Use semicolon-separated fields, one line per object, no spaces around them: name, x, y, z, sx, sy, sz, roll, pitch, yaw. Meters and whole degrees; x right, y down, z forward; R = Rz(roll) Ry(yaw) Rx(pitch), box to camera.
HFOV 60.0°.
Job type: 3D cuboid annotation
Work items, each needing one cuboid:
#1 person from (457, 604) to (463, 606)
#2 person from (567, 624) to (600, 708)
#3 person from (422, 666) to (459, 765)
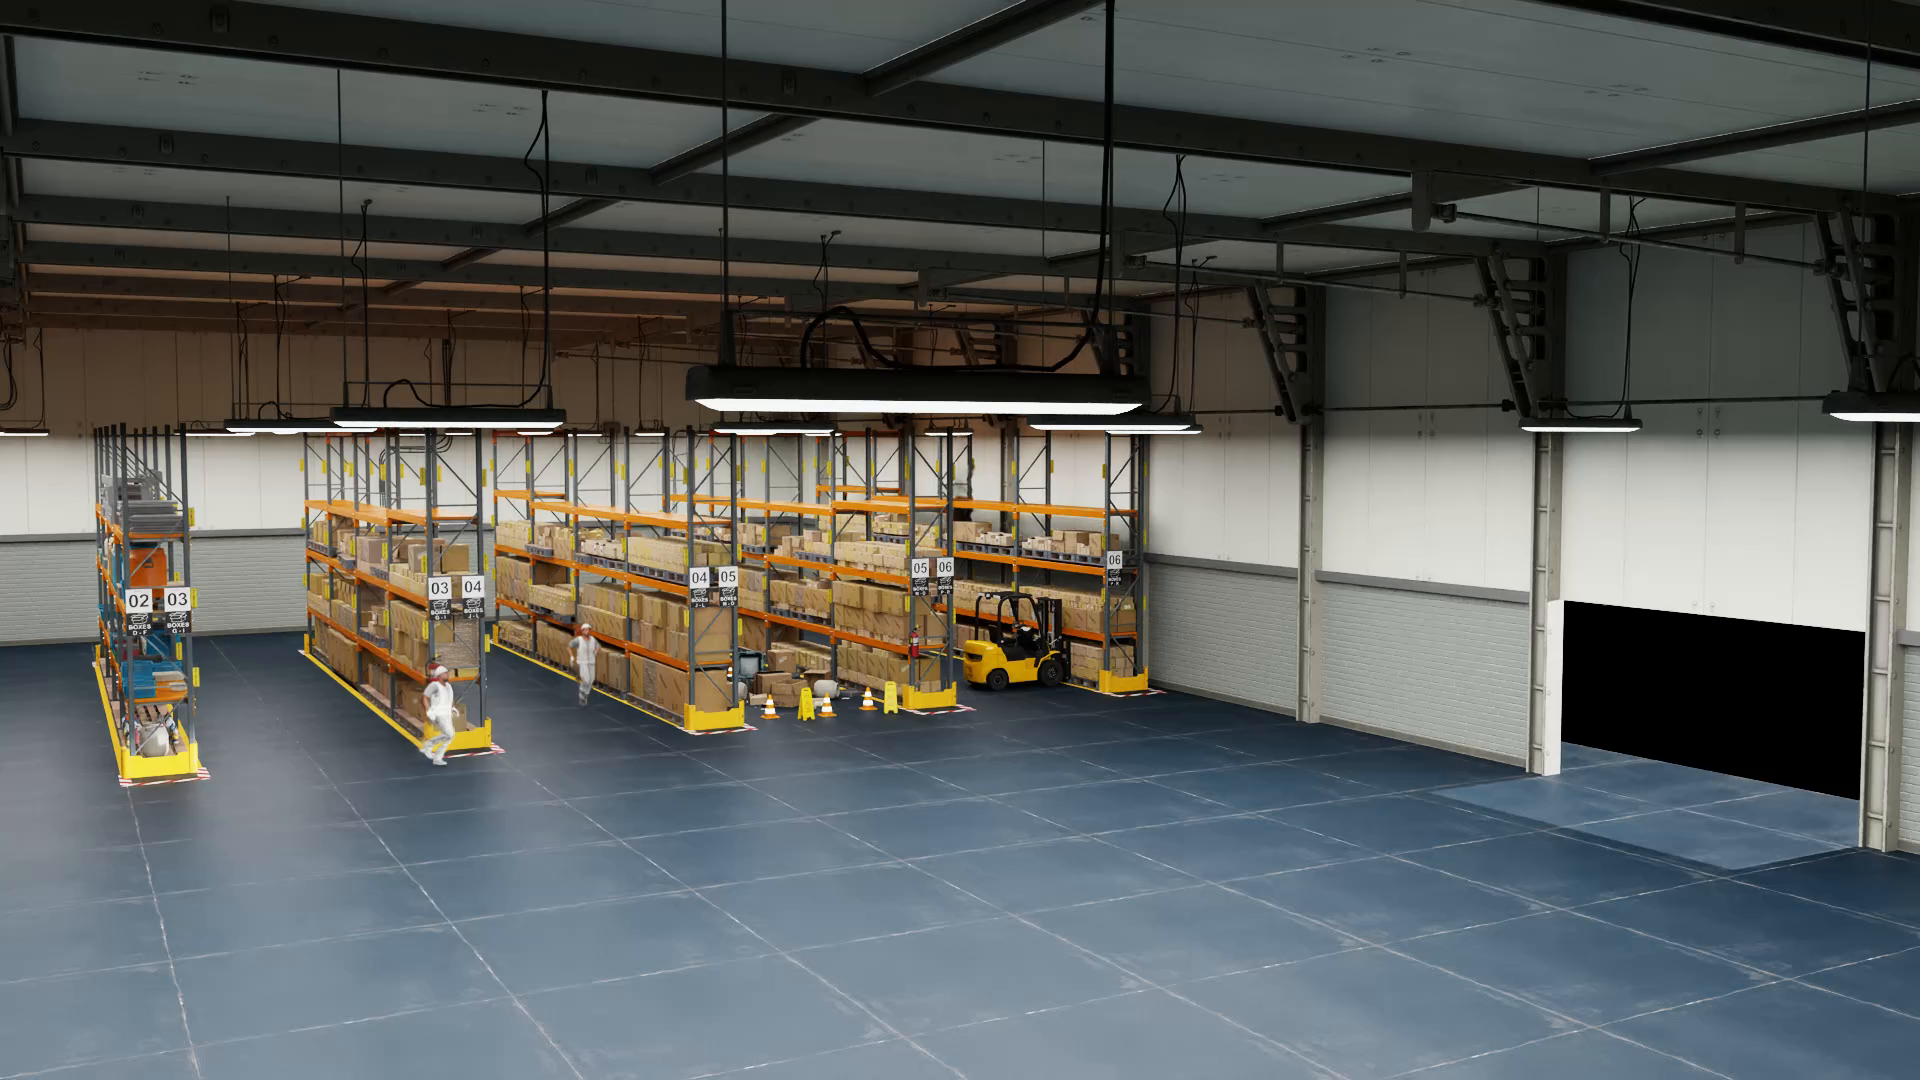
person;-13.861;2.116;45.496;0.749;1.711;0.790;-1;4;-11
person;-7.974;2.678;35.501;0.640;1.785;0.700;-3;4;-37
person;-9.128;3.091;29.361;0.545;1.706;0.733;1;4;14
